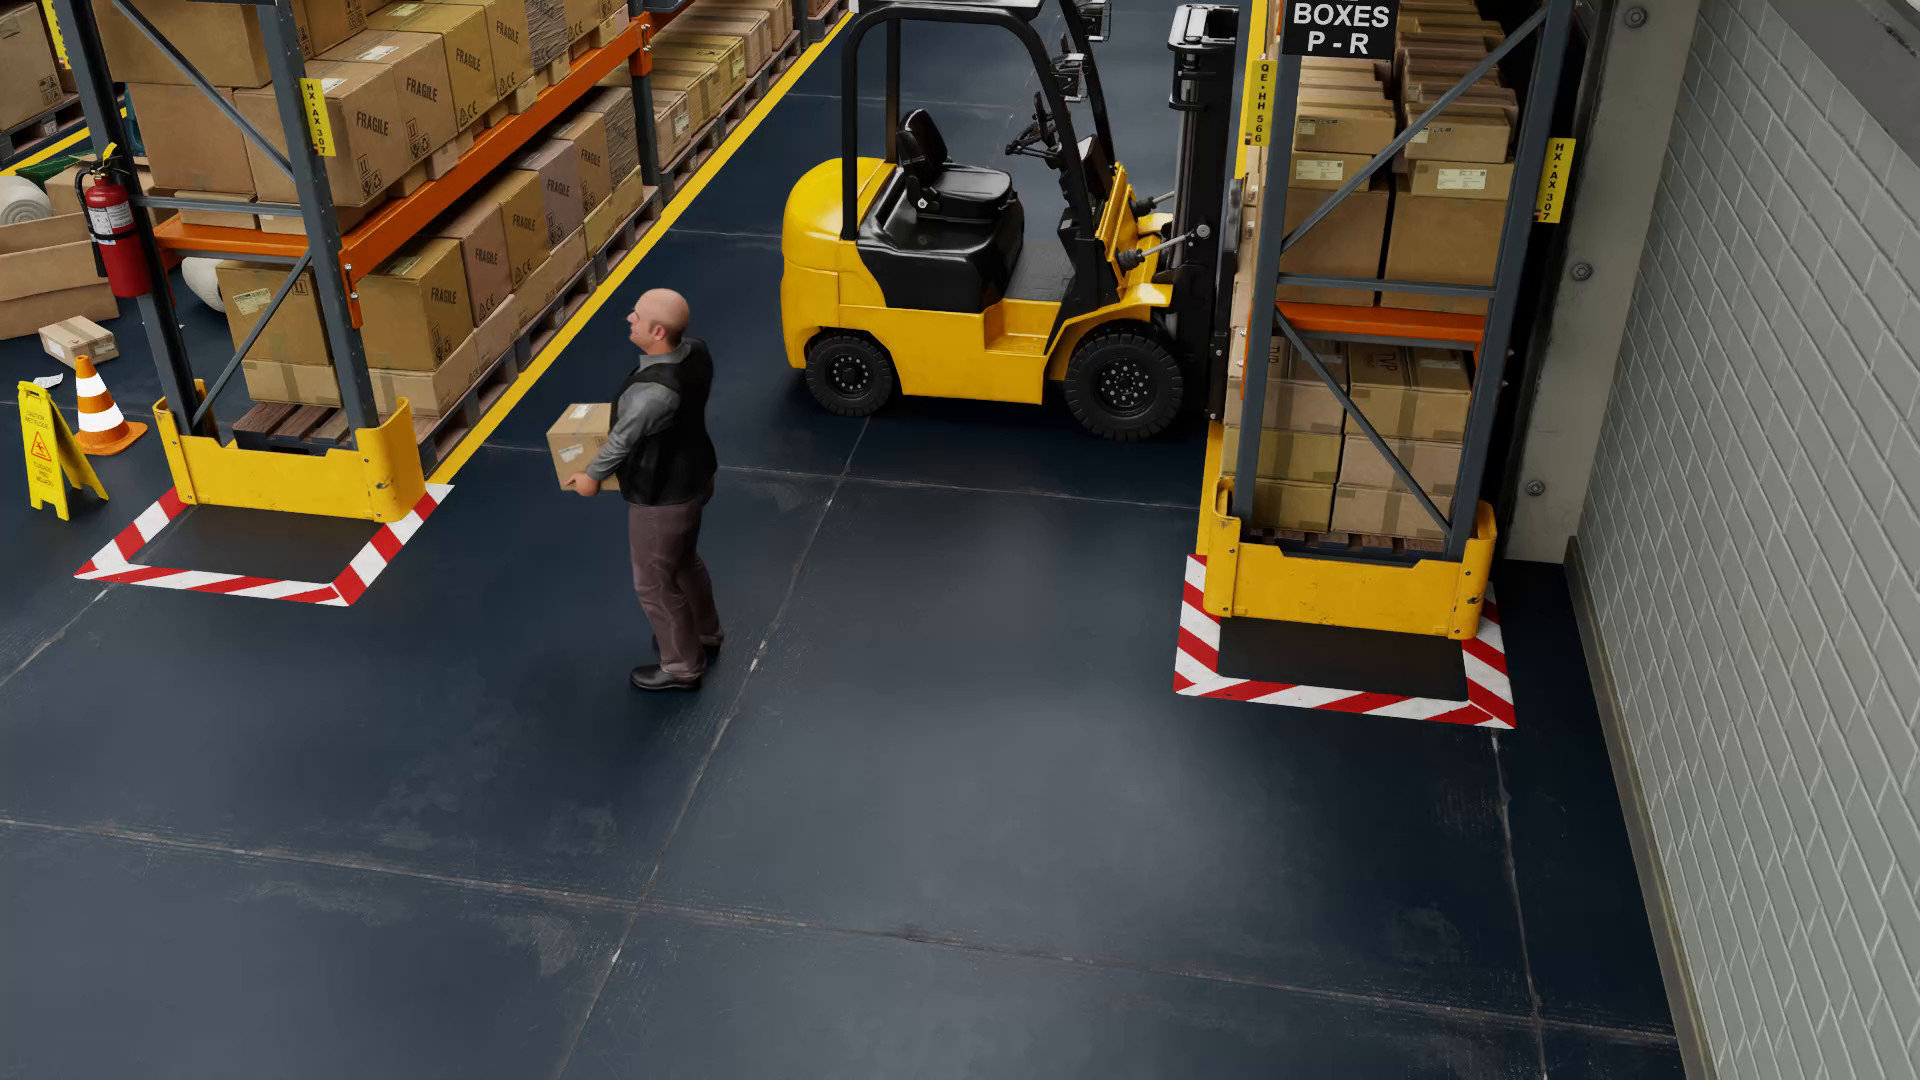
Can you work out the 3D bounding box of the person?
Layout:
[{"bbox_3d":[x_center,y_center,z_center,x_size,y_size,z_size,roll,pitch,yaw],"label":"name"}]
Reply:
[{"bbox_3d":[-1.228,-0.194,6.478,0.551,1.711,0.494,6,33,9],"label":"person"}]
